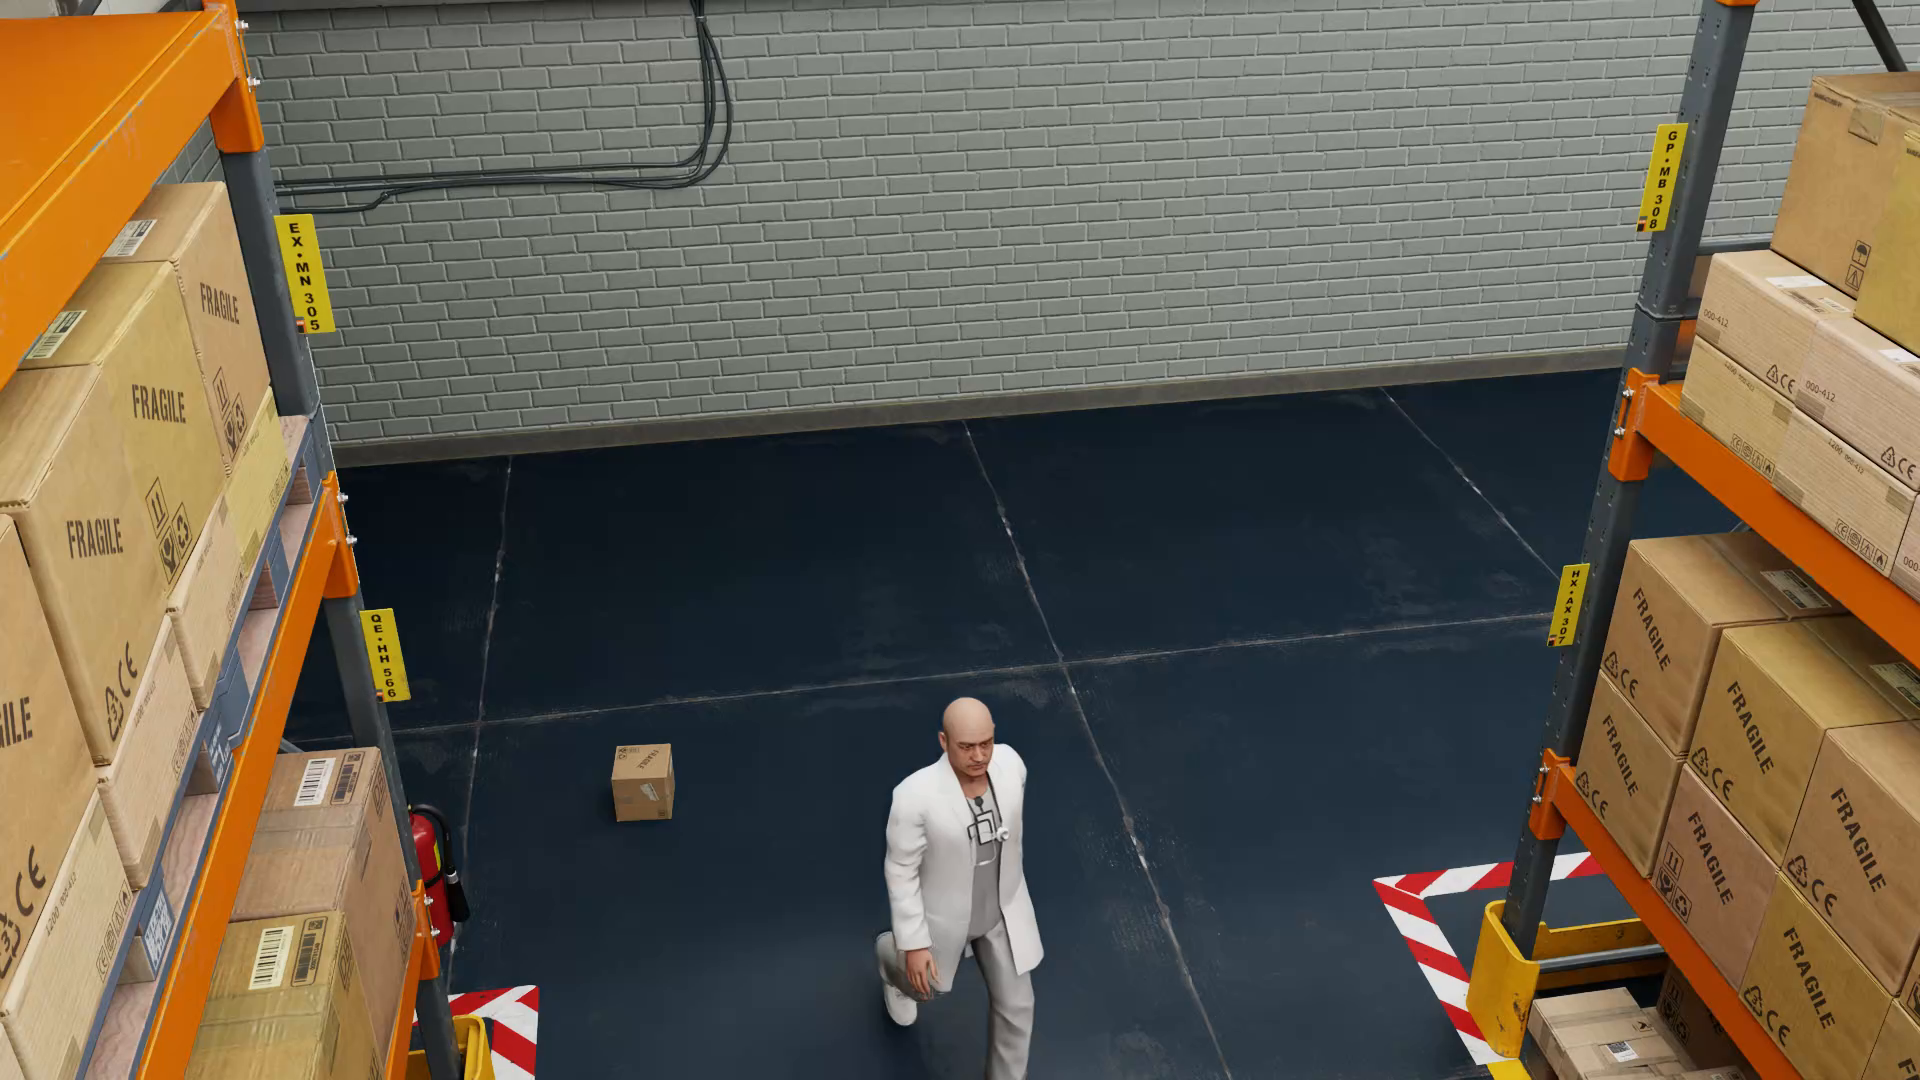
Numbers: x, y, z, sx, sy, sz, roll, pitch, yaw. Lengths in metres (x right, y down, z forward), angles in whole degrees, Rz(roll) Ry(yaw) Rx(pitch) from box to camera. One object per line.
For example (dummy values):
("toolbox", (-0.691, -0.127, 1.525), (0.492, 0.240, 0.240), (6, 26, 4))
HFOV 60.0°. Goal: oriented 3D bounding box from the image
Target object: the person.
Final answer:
("person", (-0.008, 1.279, 5.965), (0.620, 1.734, 1.080), (-14, 33, -22))
